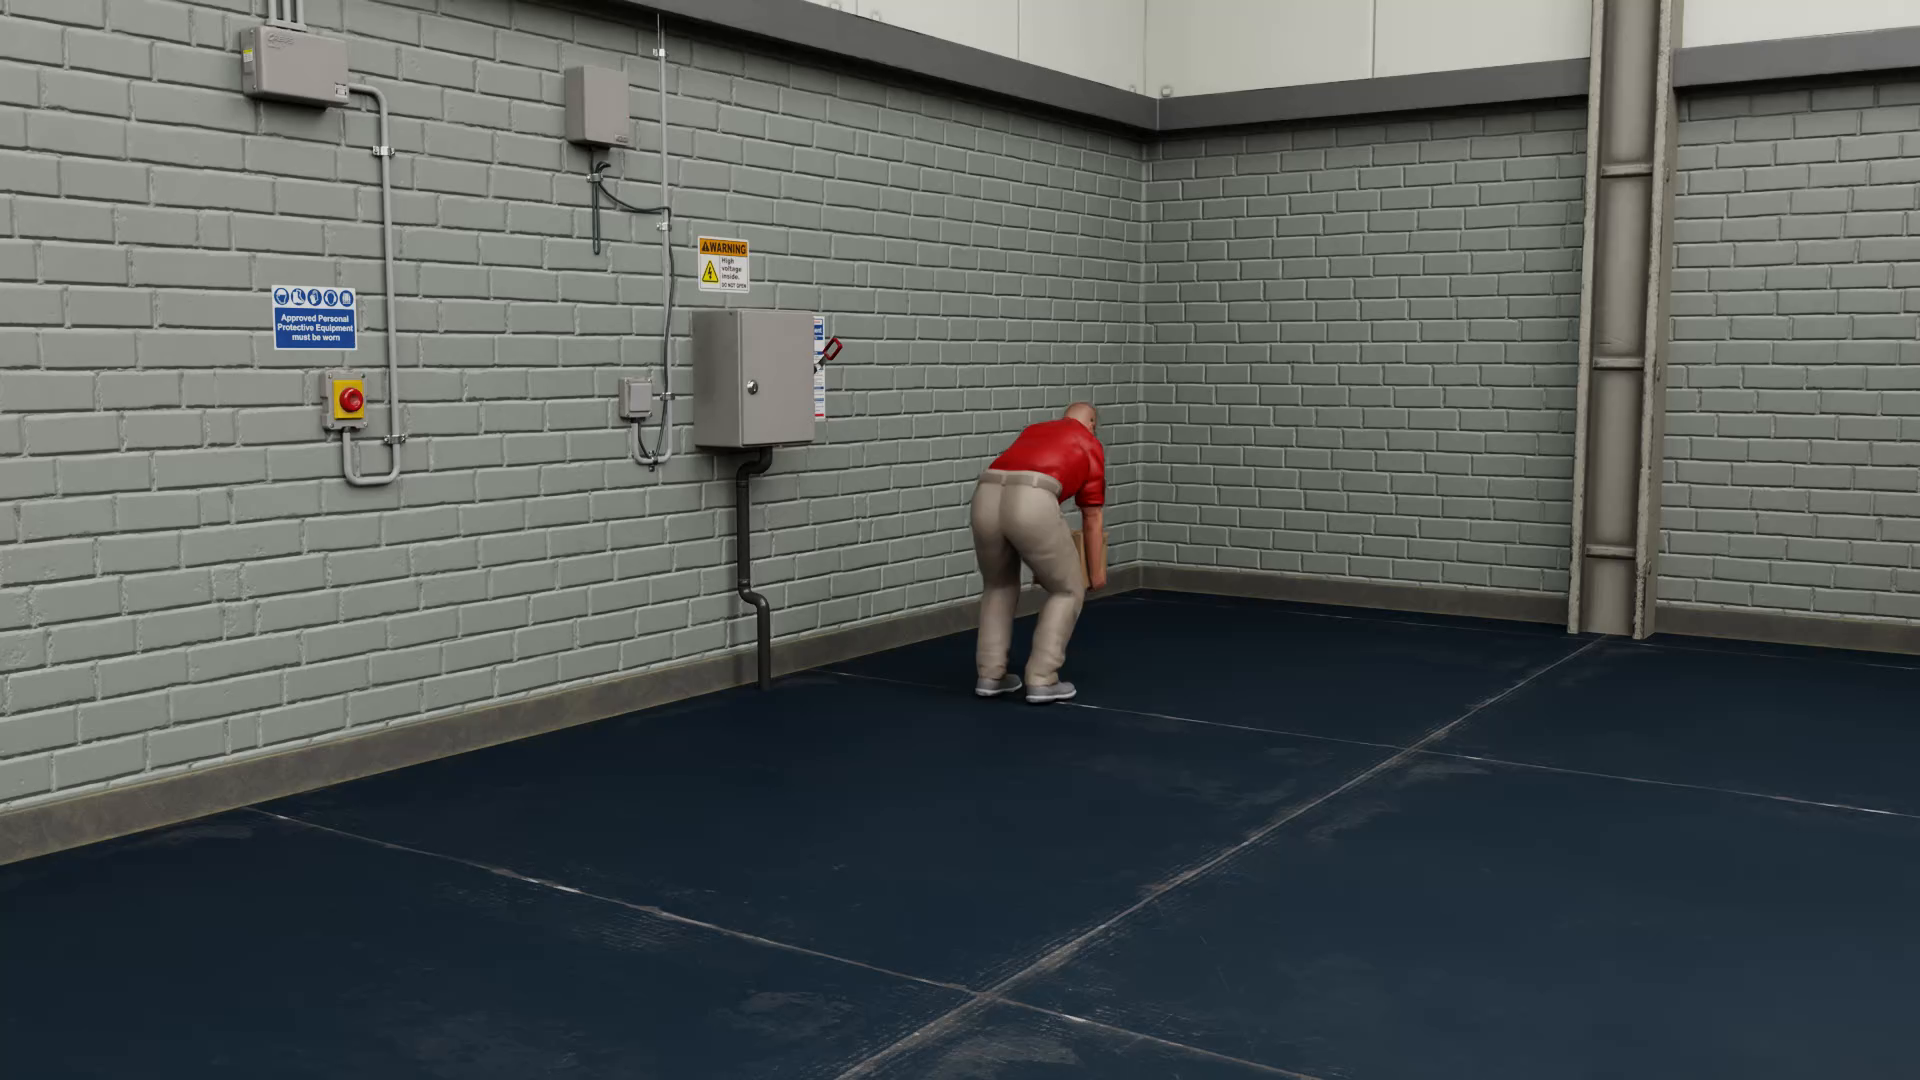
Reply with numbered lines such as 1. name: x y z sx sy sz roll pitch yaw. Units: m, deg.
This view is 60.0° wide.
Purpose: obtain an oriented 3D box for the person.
1. person: 0.390 0.036 7.508 0.492 1.301 0.898 4 7 32
